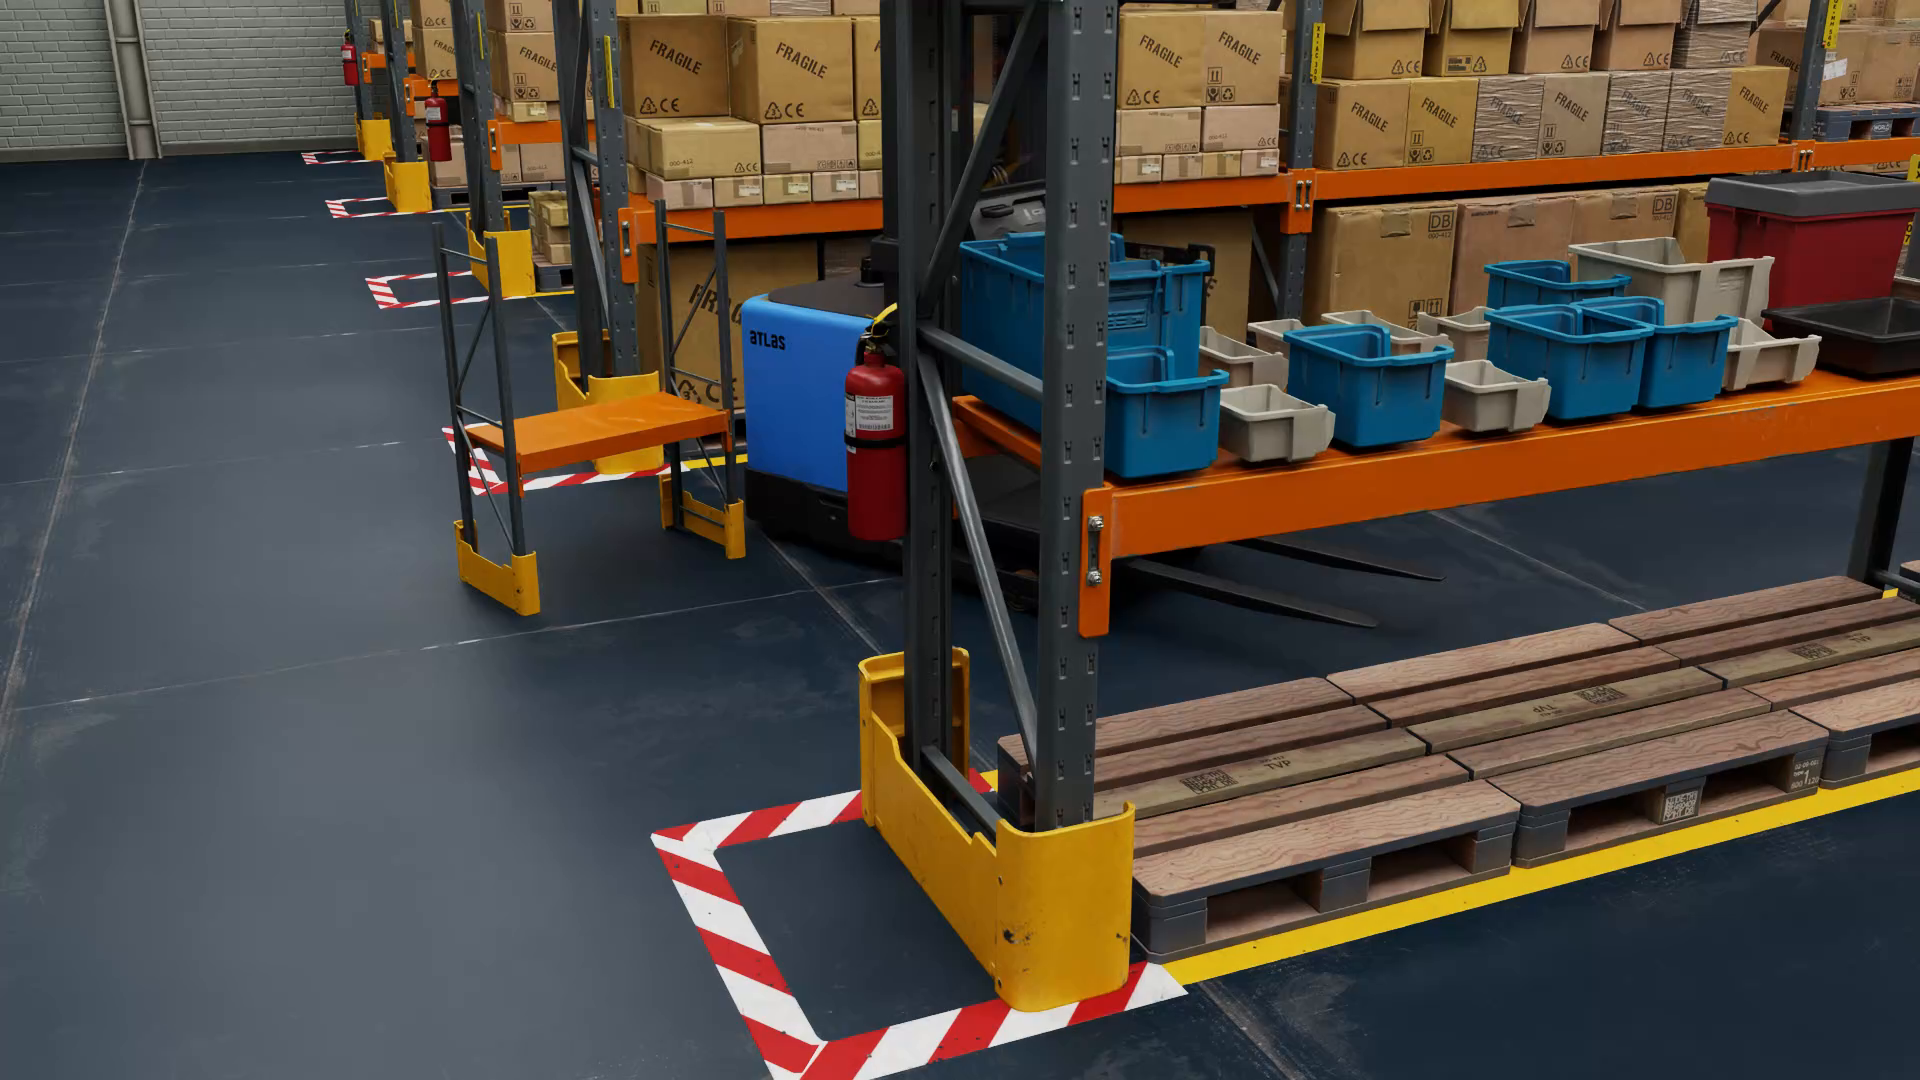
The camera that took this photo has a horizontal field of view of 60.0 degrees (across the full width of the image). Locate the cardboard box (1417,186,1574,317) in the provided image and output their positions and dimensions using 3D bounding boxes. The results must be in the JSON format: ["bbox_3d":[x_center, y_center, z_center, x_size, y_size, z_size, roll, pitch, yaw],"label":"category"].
[{"bbox_3d":[3.194,-1.873,10.893,0.875,0.875,1.225,-9,21,-24],"label":"cardboard box"}]

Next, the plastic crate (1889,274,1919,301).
[{"bbox_3d":[3.272,-0.845,5.713,0.243,0.136,0.396,-8,21,-22],"label":"plastic crate"}]

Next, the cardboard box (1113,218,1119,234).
[{"bbox_3d":[0.330,-1.484,9.789,0.875,0.875,0.875,-8,21,-22],"label":"cardboard box"}]

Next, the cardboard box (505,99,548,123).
[{"bbox_3d":[-3.323,-3.293,12.737,0.250,0.149,0.380,-8,21,-22],"label":"cardboard box"}]

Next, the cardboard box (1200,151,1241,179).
[{"bbox_3d":[1.408,-2.177,9.566,0.250,0.149,0.380,-8,21,-21],"label":"cardboard box"}]

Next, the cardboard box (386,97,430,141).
[{"bbox_3d":[-7.174,-5.551,21.896,0.637,0.503,0.797,-9,21,-24],"label":"cardboard box"}]

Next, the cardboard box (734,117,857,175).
[{"bbox_3d":[-0.856,-2.064,8.645,0.500,0.250,0.500,-8,21,-23],"label":"cardboard box"}]

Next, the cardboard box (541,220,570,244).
[{"bbox_3d":[-3.167,-2.453,13.186,0.250,0.149,0.380,-7,21,-20],"label":"cardboard box"}]

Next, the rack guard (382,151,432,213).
[{"bbox_3d":[-5.826,-3.783,17.514,0.348,0.500,1.175,-8,21,-22],"label":"rack guard"}]

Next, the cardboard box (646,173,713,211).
[{"bbox_3d":[-1.422,-1.771,8.413,0.250,0.149,0.380,-8,21,-21],"label":"cardboard box"}]

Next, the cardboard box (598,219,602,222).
[{"bbox_3d":[-2.929,-2.641,13.272,0.250,0.149,0.380,-8,21,-21],"label":"cardboard box"}]

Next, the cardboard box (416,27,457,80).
[{"bbox_3d":[-5.249,-4.988,17.021,0.500,0.500,0.500,-8,21,-22],"label":"cardboard box"}]

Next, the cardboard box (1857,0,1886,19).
[{"bbox_3d":[9.549,-5.984,18.150,0.550,0.550,0.875,-8,21,-22],"label":"cardboard box"}]

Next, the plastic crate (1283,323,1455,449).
[{"bbox_3d":[1.045,-0.401,4.306,0.300,0.233,0.416,-8,21,-22],"label":"plastic crate"}]

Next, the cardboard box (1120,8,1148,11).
[{"bbox_3d":[0.798,-2.845,9.735,0.500,0.500,0.500,-8,21,-22],"label":"cardboard box"}]

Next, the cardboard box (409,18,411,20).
[{"bbox_3d":[-6.982,-6.757,21.974,0.500,0.250,0.500,-8,21,-22],"label":"cardboard box"}]

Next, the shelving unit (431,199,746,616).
[{"bbox_3d":[-1.533,-0.592,6.946,1.083,1.500,0.587,-16,25,-39],"label":"shelving unit"}]

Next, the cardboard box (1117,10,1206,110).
[{"bbox_3d":[1.017,-2.686,9.283,0.500,0.500,0.500,-8,21,-21],"label":"cardboard box"}]

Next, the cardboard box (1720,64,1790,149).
[{"bbox_3d":[5.112,-2.902,11.098,0.500,0.500,0.500,-7,21,-20],"label":"cardboard box"}]

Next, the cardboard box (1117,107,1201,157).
[{"bbox_3d":[1.019,-2.332,9.407,0.500,0.250,0.500,-7,21,-20],"label":"cardboard box"}]

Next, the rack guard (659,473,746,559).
[{"bbox_3d":[-1.160,-0.112,7.464,0.087,0.250,0.587,-16,25,-39],"label":"rack guard"}]

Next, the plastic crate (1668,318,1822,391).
[{"bbox_3d":[2.277,-0.542,4.852,0.466,0.136,0.293,-8,21,-22],"label":"plastic crate"}]

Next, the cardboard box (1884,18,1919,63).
[{"bbox_3d":[10.122,-5.503,18.409,0.550,0.550,0.875,-8,21,-22],"label":"cardboard box"}]

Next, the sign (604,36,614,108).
[{"bbox_3d":[-1.664,-2.219,7.885,0.005,0.325,0.100,-8,21,-22],"label":"sign"}]

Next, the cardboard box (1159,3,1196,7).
[{"bbox_3d":[2.523,-6.463,20.129,0.500,0.500,0.500,-7,21,-19],"label":"cardboard box"}]

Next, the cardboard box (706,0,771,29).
[{"bbox_3d":[-1.819,-4.304,13.126,0.500,0.500,0.500,-9,21,-24],"label":"cardboard box"}]

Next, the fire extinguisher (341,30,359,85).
[{"bbox_3d":[-7.725,-6.106,21.025,0.183,0.674,0.296,-8,21,-22],"label":"fire extinguisher"}]

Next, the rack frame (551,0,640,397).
[{"bbox_3d":[-1.878,-1.943,8.524,0.127,3.000,1.000,-8,21,-22],"label":"rack frame"}]

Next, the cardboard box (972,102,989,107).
[{"bbox_3d":[-0.129,-2.361,9.488,0.500,0.250,0.500,-8,21,-22],"label":"cardboard box"}]

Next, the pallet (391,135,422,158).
[{"bbox_3d":[-6.972,-5.278,22.195,1.213,0.211,1.003,-8,21,-22],"label":"pallet"}]

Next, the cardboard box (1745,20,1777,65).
[{"bbox_3d":[8.098,-5.250,17.690,0.550,0.550,0.875,-8,21,-22],"label":"cardboard box"}]

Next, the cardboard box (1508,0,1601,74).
[{"bbox_3d":[3.577,-3.250,10.574,0.637,0.503,0.797,-7,21,-20],"label":"cardboard box"}]

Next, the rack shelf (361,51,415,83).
[{"bbox_3d":[-5.937,-6.402,22.272,4.000,0.370,1.077,-8,21,-22],"label":"rack shelf"}]

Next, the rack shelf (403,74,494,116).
[{"bbox_3d":[-3.967,-4.889,17.974,4.000,0.370,1.077,-8,21,-22],"label":"rack shelf"}]

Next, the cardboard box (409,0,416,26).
[{"bbox_3d":[-5.455,-5.620,17.311,0.500,0.500,0.500,-7,21,-20],"label":"cardboard box"}]

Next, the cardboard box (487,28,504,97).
[{"bbox_3d":[-3.439,-3.794,13.183,0.500,0.500,0.500,-8,21,-21],"label":"cardboard box"}]

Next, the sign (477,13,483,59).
[{"bbox_3d":[-3.535,-3.712,12.244,0.005,0.325,0.100,-8,21,-22],"label":"sign"}]

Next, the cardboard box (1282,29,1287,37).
[{"bbox_3d":[2.855,-4.611,14.950,0.250,0.149,0.380,-7,21,-20],"label":"cardboard box"}]

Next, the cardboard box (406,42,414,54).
[{"bbox_3d":[-7.147,-6.367,21.467,0.250,0.149,0.380,-8,21,-21],"label":"cardboard box"}]

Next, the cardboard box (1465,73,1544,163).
[{"bbox_3d":[3.237,-2.633,10.333,0.500,0.500,0.500,-9,21,-23],"label":"cardboard box"}]

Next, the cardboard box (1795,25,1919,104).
[{"bbox_3d":[6.420,-3.428,11.959,0.500,0.500,0.700,-5,20,-14],"label":"cardboard box"}]

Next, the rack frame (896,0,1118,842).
[{"bbox_3d":[0.084,-0.433,4.235,0.127,3.000,1.000,-8,21,-22],"label":"rack frame"}]

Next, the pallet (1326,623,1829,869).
[{"bbox_3d":[1.975,0.627,5.425,1.213,0.211,1.003,-8,21,-22],"label":"pallet"}]

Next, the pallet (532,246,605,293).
[{"bbox_3d":[-2.920,-2.260,13.622,1.213,0.211,1.003,-8,21,-22],"label":"pallet"}]

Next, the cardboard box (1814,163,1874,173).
[{"bbox_3d":[9.538,-4.544,18.478,0.875,0.875,0.875,-9,21,-23],"label":"cardboard box"}]

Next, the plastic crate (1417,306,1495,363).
[{"bbox_3d":[1.543,-0.622,5.078,0.250,0.136,0.298,-8,21,-22],"label":"plastic crate"}]

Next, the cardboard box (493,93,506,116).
[{"bbox_3d":[-3.563,-3.480,13.266,0.250,0.149,0.380,-8,21,-22],"label":"cardboard box"}]

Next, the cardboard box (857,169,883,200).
[{"bbox_3d":[-0.479,-1.907,8.799,0.250,0.149,0.380,-9,21,-23],"label":"cardboard box"}]

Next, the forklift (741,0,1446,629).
[{"bbox_3d":[0.492,-1.255,6.673,3.031,2.935,1.130,15,24,35],"label":"forklift"}]
